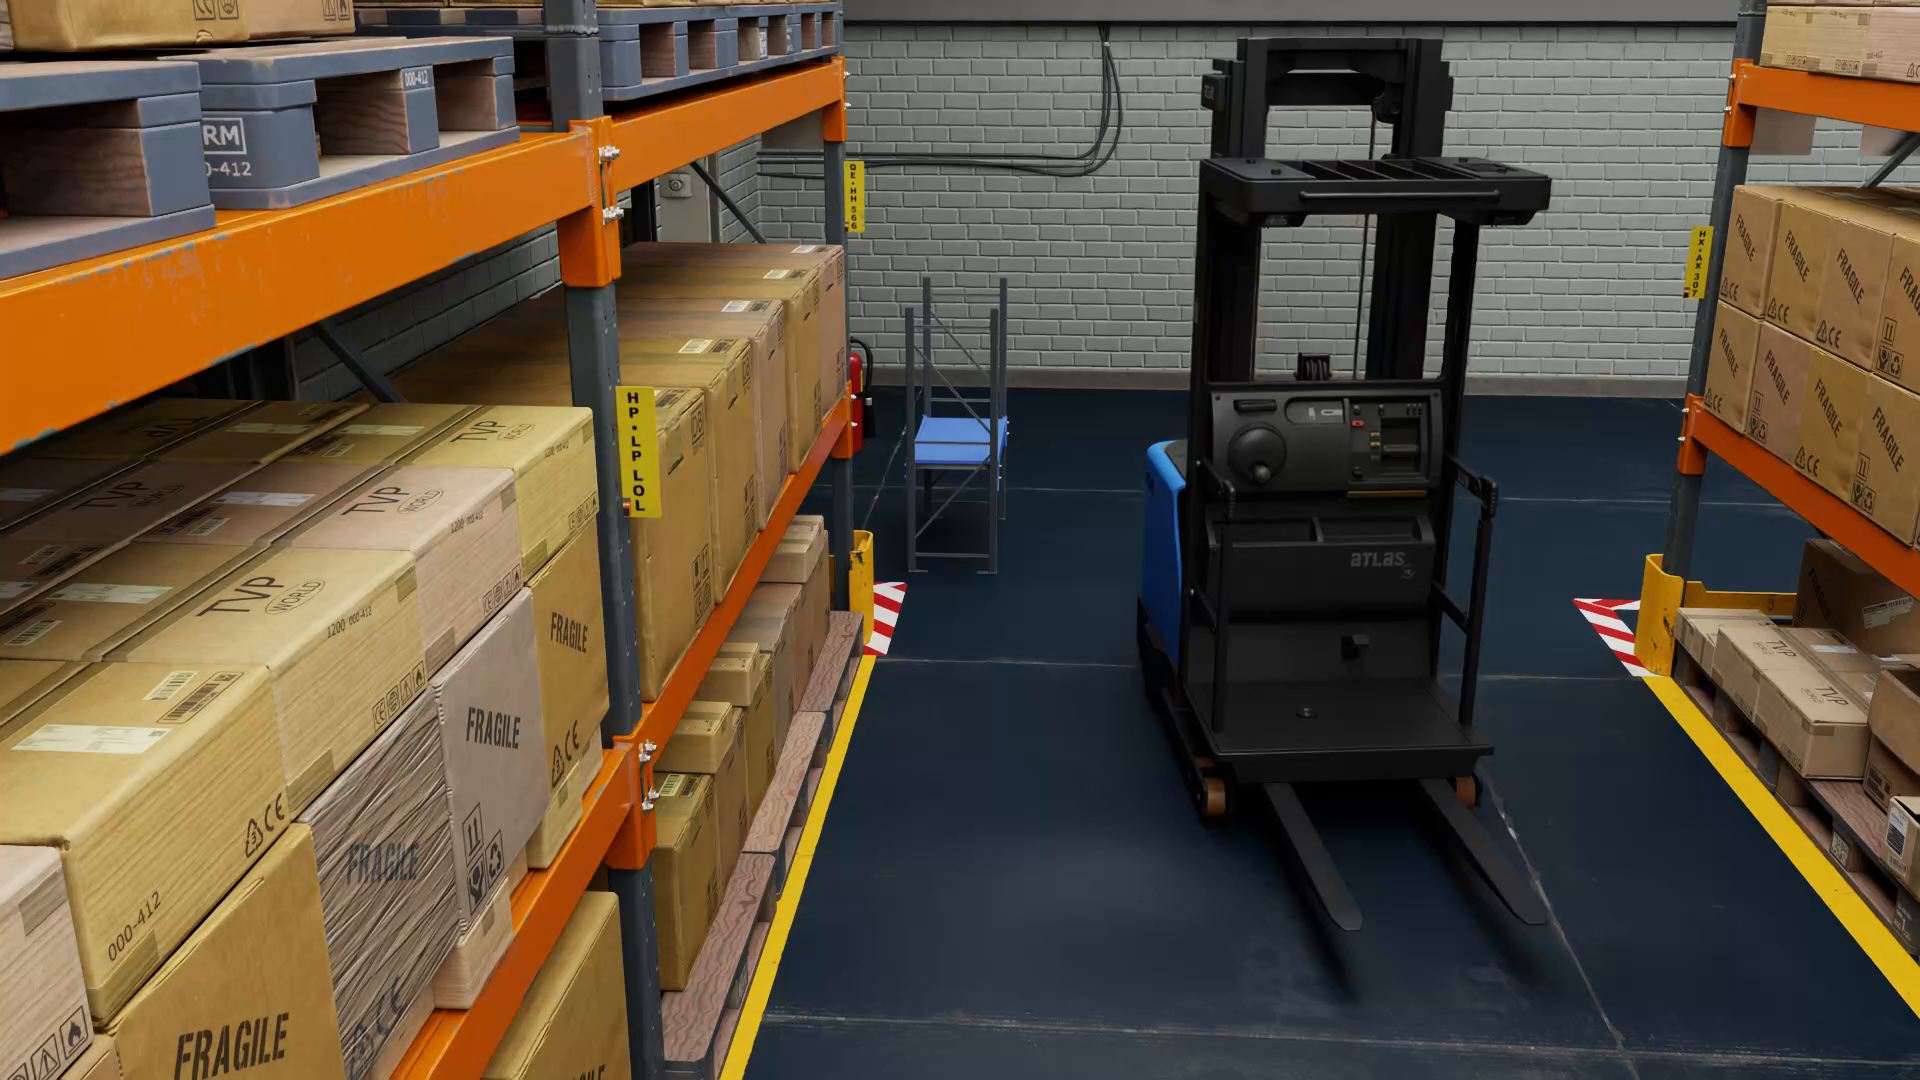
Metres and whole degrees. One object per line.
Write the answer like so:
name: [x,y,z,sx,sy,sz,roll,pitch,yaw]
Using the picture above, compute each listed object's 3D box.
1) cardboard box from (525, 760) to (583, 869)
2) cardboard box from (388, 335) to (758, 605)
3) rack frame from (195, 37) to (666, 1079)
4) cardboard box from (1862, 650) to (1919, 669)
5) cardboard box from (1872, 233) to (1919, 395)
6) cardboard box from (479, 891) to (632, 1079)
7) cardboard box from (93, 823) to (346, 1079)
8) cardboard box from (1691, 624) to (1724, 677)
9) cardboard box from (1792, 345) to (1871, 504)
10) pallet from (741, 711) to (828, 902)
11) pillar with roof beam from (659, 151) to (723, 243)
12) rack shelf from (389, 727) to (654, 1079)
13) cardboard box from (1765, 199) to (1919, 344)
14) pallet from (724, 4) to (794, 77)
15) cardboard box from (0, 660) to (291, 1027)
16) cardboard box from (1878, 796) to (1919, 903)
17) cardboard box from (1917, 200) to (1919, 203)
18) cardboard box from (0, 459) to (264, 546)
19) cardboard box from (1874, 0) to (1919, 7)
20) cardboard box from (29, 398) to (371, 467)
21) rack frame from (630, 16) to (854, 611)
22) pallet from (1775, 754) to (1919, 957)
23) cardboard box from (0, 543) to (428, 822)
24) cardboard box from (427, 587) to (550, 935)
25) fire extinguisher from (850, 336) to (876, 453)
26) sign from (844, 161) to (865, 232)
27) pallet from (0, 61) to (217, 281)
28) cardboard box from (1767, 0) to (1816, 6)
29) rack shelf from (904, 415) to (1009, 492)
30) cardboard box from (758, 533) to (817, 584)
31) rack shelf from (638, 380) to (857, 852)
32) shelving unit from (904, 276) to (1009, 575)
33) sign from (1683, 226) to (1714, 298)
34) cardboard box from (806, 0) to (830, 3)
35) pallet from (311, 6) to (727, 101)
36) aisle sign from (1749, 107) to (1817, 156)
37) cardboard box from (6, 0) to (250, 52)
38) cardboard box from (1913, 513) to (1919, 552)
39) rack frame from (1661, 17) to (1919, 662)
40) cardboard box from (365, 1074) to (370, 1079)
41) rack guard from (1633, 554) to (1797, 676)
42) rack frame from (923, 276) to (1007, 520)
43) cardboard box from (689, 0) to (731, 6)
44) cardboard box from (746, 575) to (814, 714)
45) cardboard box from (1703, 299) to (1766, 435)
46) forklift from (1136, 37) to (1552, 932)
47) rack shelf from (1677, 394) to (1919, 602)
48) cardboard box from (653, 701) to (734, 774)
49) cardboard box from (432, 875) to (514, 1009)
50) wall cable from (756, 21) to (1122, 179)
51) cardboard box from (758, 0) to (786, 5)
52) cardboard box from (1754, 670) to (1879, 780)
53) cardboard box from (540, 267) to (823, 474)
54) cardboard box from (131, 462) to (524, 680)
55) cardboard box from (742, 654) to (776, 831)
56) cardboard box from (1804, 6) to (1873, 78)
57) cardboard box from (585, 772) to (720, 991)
cardboard box: [-1.058,0.593,3.668,0.380,0.149,0.250,2,18,5]
cardboard box: [-1.208,-0.245,5.371,0.980,0.700,0.700,1,18,3]
rack frame: [-1.321,0.293,4.213,1.000,3.000,0.127,1,18,4]
cardboard box: [3.994,0.595,7.133,0.380,0.166,0.250,1,18,4]
cardboard box: [3.505,-0.755,5.645,0.500,0.500,0.500,1,18,3]
cardboard box: [-1.238,1.319,3.857,0.750,0.750,0.750,1,18,5]
cardboard box: [-1.205,0.713,2.260,0.500,0.500,0.500,2,18,5]
cardboard box: [3.516,0.497,7.433,0.380,0.166,0.250,1,18,4]
cardboard box: [3.541,-0.440,6.287,0.500,0.500,0.500,1,18,4]
pallet: [-1.104,1.003,6.522,1.003,0.211,1.213,1,18,4]
pillar with roof beam: [2.590,-4.562,9.395,9.100,9.000,0.400,1,18,4]
rack shelf: [-1.465,1.256,2.429,1.077,0.370,4.000,1,18,4]
cardboard box: [3.582,-1.069,6.600,0.500,0.500,0.500,1,18,4]
pallet: [-1.162,-1.722,5.688,1.003,0.211,1.213,1,18,4]
cardboard box: [-1.218,0.364,2.121,0.500,0.250,0.500,1,18,3]
cardboard box: [3.431,1.054,5.499,0.500,0.311,0.500,1,18,4]
cardboard box: [4.113,-1.062,6.580,0.500,0.500,0.500,2,18,5]
cardboard box: [-1.645,0.037,3.117,0.500,0.250,0.500,1,18,5]
cardboard box: [3.538,-1.968,5.732,0.500,0.250,0.500,1,18,4]
cardboard box: [-1.614,-0.125,3.613,0.500,0.250,0.500,2,18,6]
rack frame: [-1.035,-0.950,8.004,1.000,3.000,0.127,1,18,4]
pallet: [3.755,1.134,6.124,1.003,0.211,1.213,1,18,4]
cardboard box: [-1.183,0.206,2.604,0.500,0.250,0.500,2,18,5]
cardboard box: [-1.130,0.402,3.209,0.500,0.500,0.500,1,18,4]
fire extinguisher: [-0.564,-0.772,8.186,0.296,0.674,0.183,1,18,4]
sign: [-0.494,-1.596,7.737,0.100,0.325,0.005,1,18,4]
pallet: [-1.538,-0.349,1.658,1.003,0.211,1.213,2,18,6]
cardboard box: [3.610,-2.278,6.680,0.500,0.250,0.500,1,18,4]
rack shelf: [-0.006,-0.515,9.665,0.538,0.185,1.000,1,18,4]
cardboard box: [-0.830,0.073,7.180,0.380,0.149,0.250,2,18,5]
rack shelf: [-1.178,0.013,6.221,1.077,0.370,4.000,1,18,4]
shelving unit: [-0.006,-0.686,9.609,0.538,1.500,1.048,1,18,4]
sign: [3.365,-1.264,7.572,0.100,0.325,0.005,1,18,4]
cardboard box: [-0.822,-2.318,6.767,0.500,0.250,0.500,2,18,6]
pallet: [-1.252,-1.345,4.534,1.003,0.211,1.213,1,18,4]
aisle sign: [3.618,-2.103,7.350,0.394,0.787,0.004,1,18,4]
cardboard box: [-1.469,-0.944,2.303,0.700,0.500,0.500,1,18,3]
cardboard box: [3.470,-0.126,5.331,0.500,0.500,0.500,2,18,5]
rack frame: [3.906,-0.840,7.670,1.000,3.000,0.127,1,18,4]
cardboard box: [-1.198,0.907,2.708,0.380,0.149,0.250,1,18,2]
rack guard: [3.901,0.371,7.988,1.175,0.500,0.348,1,18,4]
rack frame: [0.030,-0.844,10.090,0.500,1.500,0.032,1,18,4]
cardboard box: [-0.958,-1.675,4.807,0.500,0.250,0.500,1,18,3]
cardboard box: [-1.021,0.414,7.184,0.700,0.500,0.500,1,18,4]
cardboard box: [3.612,-0.756,7.252,0.500,0.500,0.500,2,18,5]
forklift: [1.479,-0.399,6.433,1.130,2.935,3.031,-1,18,-3]
rack shelf: [3.763,0.123,5.887,1.077,0.370,4.000,1,18,4]
cardboard box: [-0.959,0.640,5.450,0.380,0.149,0.250,2,18,6]
cardboard box: [-1.082,0.755,3.172,0.380,0.149,0.250,1,18,4]
wall cable: [-0.273,-4.074,12.890,3.097,2.526,0.112,1,18,4]
cardboard box: [-0.891,-1.994,5.780,0.500,0.250,0.500,1,18,2]
cardboard box: [3.513,0.730,6.586,0.500,0.250,0.500,1,18,4]
cardboard box: [-1.102,-0.707,6.783,0.980,0.700,0.700,1,18,3]
cardboard box: [-1.146,0.047,3.087,0.500,0.250,0.500,2,18,5]
cardboard box: [-1.087,0.736,6.201,0.700,0.500,0.500,2,18,5]
cardboard box: [3.567,-1.886,6.284,0.500,0.250,0.500,1,18,4]
cardboard box: [-1.166,1.051,5.239,0.700,0.500,0.500,2,18,5]
